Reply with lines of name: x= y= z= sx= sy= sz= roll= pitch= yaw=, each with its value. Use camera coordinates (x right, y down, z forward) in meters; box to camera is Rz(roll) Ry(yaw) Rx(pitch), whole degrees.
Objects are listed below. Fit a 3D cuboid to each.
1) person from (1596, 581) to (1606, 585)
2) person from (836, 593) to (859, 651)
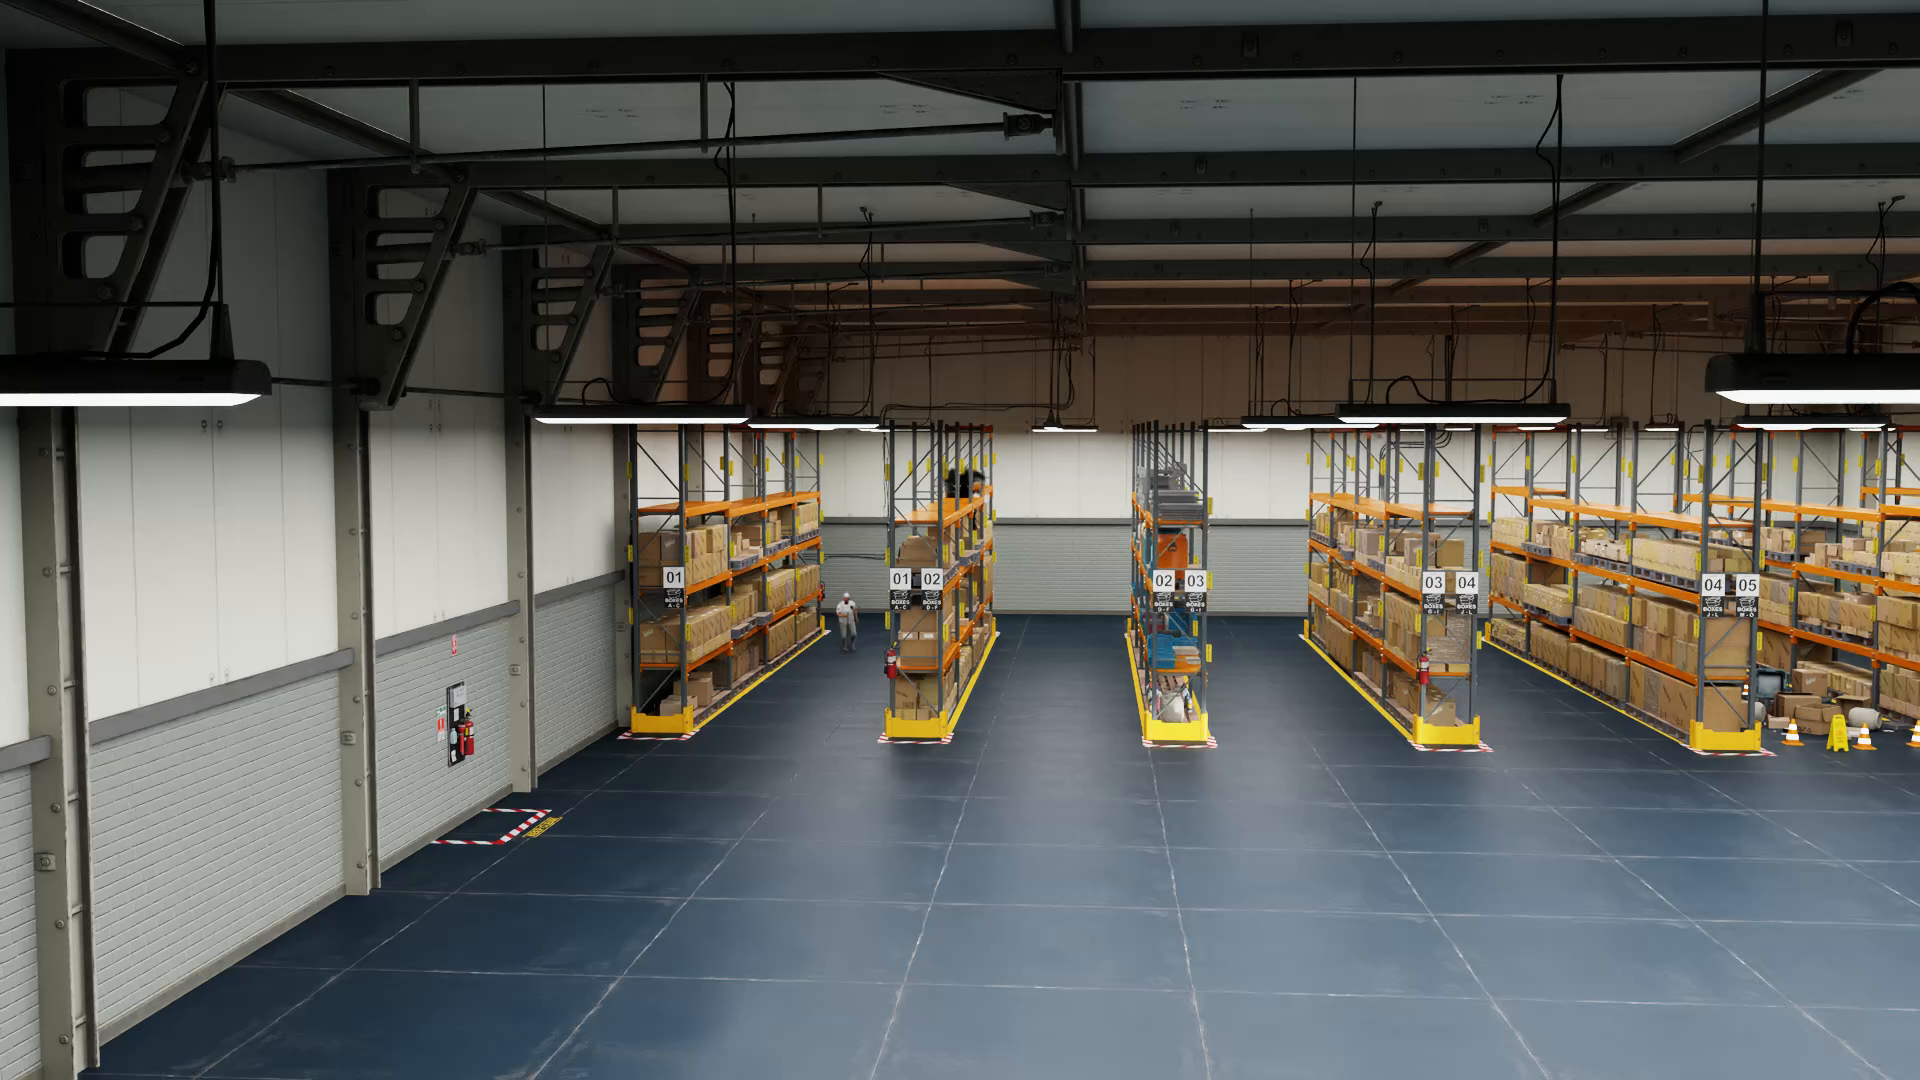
person: x=17.213 y=1.981 z=44.715 sx=0.655 sy=1.765 sz=1.000 roll=-1 pitch=4 yaw=-14
person: x=-2.967 y=2.172 z=43.868 sx=0.610 sy=1.553 sz=0.812 roll=-1 pitch=4 yaw=-10
